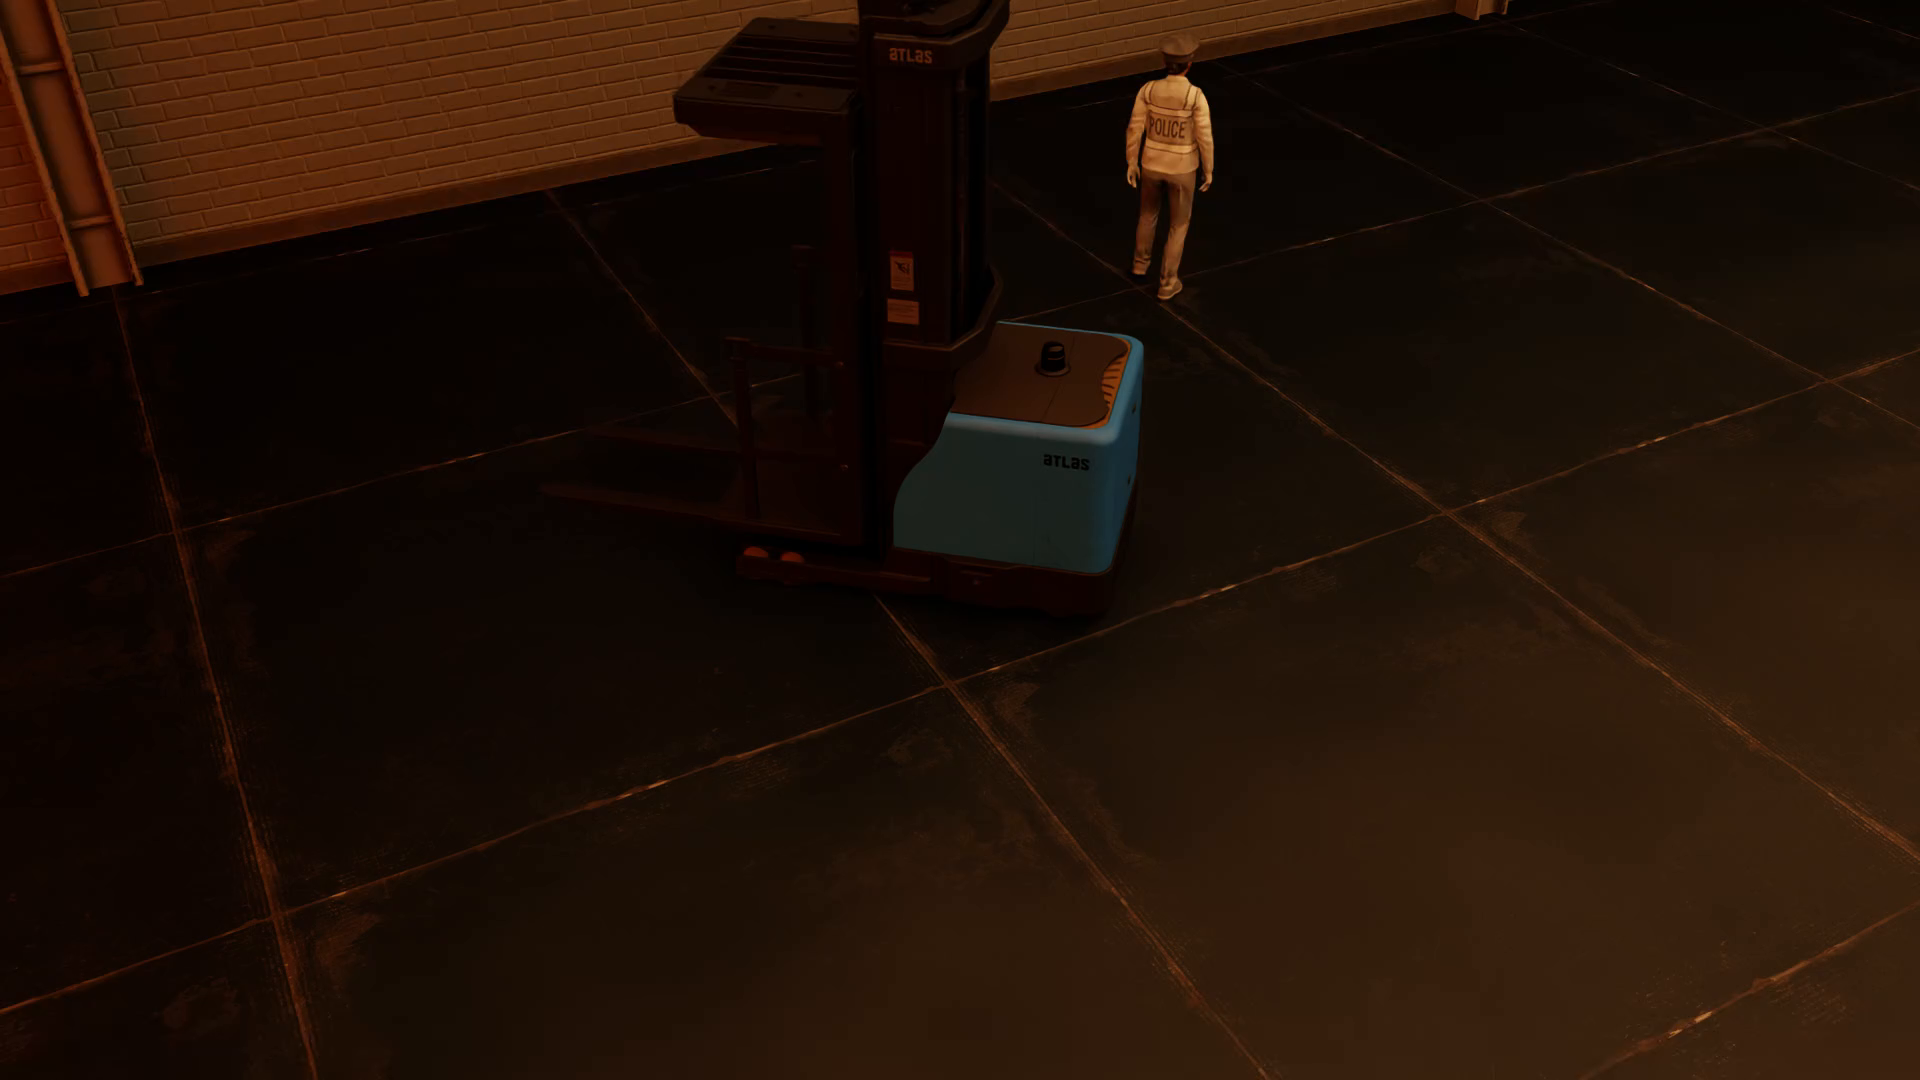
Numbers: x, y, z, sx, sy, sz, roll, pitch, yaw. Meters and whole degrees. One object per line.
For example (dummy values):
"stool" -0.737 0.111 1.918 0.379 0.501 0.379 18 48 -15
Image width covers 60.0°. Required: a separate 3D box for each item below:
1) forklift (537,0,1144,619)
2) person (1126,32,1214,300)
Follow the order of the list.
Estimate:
"forklift" -0.648 -1.256 7.900 3.031 2.935 1.130 8 36 11
"person" 1.351 -2.367 10.615 0.573 1.701 0.506 16 38 22
